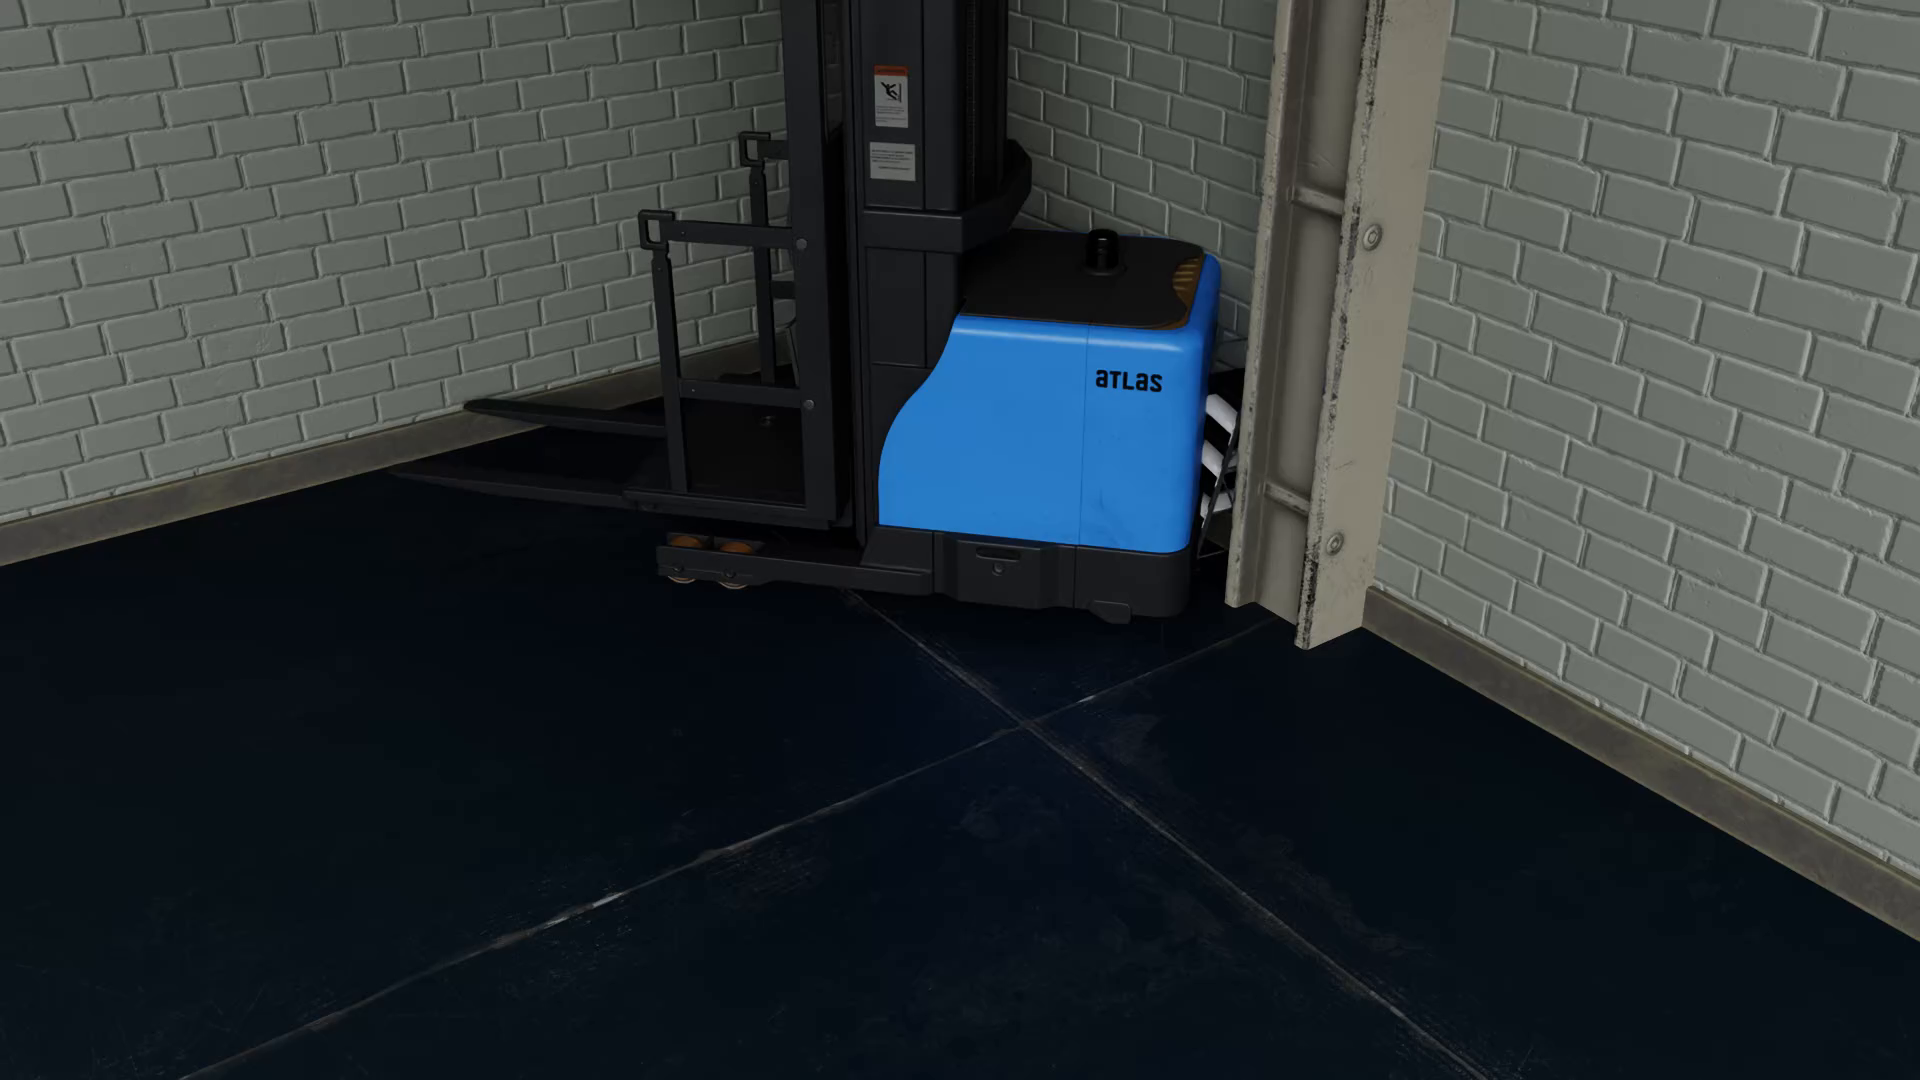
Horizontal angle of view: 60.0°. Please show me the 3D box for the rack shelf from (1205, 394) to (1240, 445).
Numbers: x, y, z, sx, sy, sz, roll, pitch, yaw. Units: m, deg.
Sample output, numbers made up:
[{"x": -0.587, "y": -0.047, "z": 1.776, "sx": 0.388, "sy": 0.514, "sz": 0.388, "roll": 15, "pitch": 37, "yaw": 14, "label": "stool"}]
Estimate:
[{"x": 0.975, "y": -0.436, "z": 5.766, "sx": 0.258, "sy": 0.077, "sz": 0.200, "roll": -13, "pitch": 43, "yaw": -30, "label": "rack shelf"}]

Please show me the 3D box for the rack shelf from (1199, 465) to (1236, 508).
[{"x": 0.929, "y": -0.223, "z": 5.926, "sx": 0.258, "sy": 0.077, "sz": 0.200, "roll": -13, "pitch": 43, "yaw": -30, "label": "rack shelf"}]

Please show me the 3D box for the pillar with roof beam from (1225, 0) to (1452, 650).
[{"x": -2.340, "y": -2.512, "z": 1.447, "sx": 9.100, "sy": 9.000, "sz": 0.400, "roll": -19, "pitch": 34, "yaw": -31, "label": "pillar with roof beam"}]

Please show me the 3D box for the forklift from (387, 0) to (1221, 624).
[{"x": -0.610, "y": -1.352, "z": 5.668, "sx": 3.031, "sy": 2.935, "sz": 1.130, "roll": 6, "pitch": 29, "yaw": 11, "label": "forklift"}]

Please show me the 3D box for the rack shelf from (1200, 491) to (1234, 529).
[{"x": 0.914, "y": -0.152, "z": 5.979, "sx": 0.258, "sy": 0.077, "sz": 0.200, "roll": -13, "pitch": 43, "yaw": -30, "label": "rack shelf"}]

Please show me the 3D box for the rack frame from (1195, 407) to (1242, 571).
[{"x": 1.002, "y": -0.261, "z": 5.788, "sx": 0.240, "sy": 0.900, "sz": 0.006, "roll": -13, "pitch": 43, "yaw": -30, "label": "rack frame"}]

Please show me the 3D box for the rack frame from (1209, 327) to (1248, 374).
[{"x": 0.898, "y": -0.380, "z": 5.917, "sx": 0.240, "sy": 0.900, "sz": 0.006, "roll": -13, "pitch": 43, "yaw": -30, "label": "rack frame"}]

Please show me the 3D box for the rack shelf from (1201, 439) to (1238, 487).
[{"x": 0.944, "y": -0.294, "z": 5.872, "sx": 0.258, "sy": 0.077, "sz": 0.200, "roll": -13, "pitch": 43, "yaw": -30, "label": "rack shelf"}]

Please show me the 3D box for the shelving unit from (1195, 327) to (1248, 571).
[{"x": 0.950, "y": -0.321, "z": 5.853, "sx": 0.258, "sy": 0.900, "sz": 0.210, "roll": -13, "pitch": 43, "yaw": -30, "label": "shelving unit"}]

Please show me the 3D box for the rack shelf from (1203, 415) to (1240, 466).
[{"x": 0.960, "y": -0.365, "z": 5.819, "sx": 0.258, "sy": 0.077, "sz": 0.200, "roll": -13, "pitch": 43, "yaw": -30, "label": "rack shelf"}]

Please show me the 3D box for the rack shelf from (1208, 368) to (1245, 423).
[{"x": 0.990, "y": -0.507, "z": 5.713, "sx": 0.258, "sy": 0.077, "sz": 0.200, "roll": -13, "pitch": 43, "yaw": -30, "label": "rack shelf"}]
